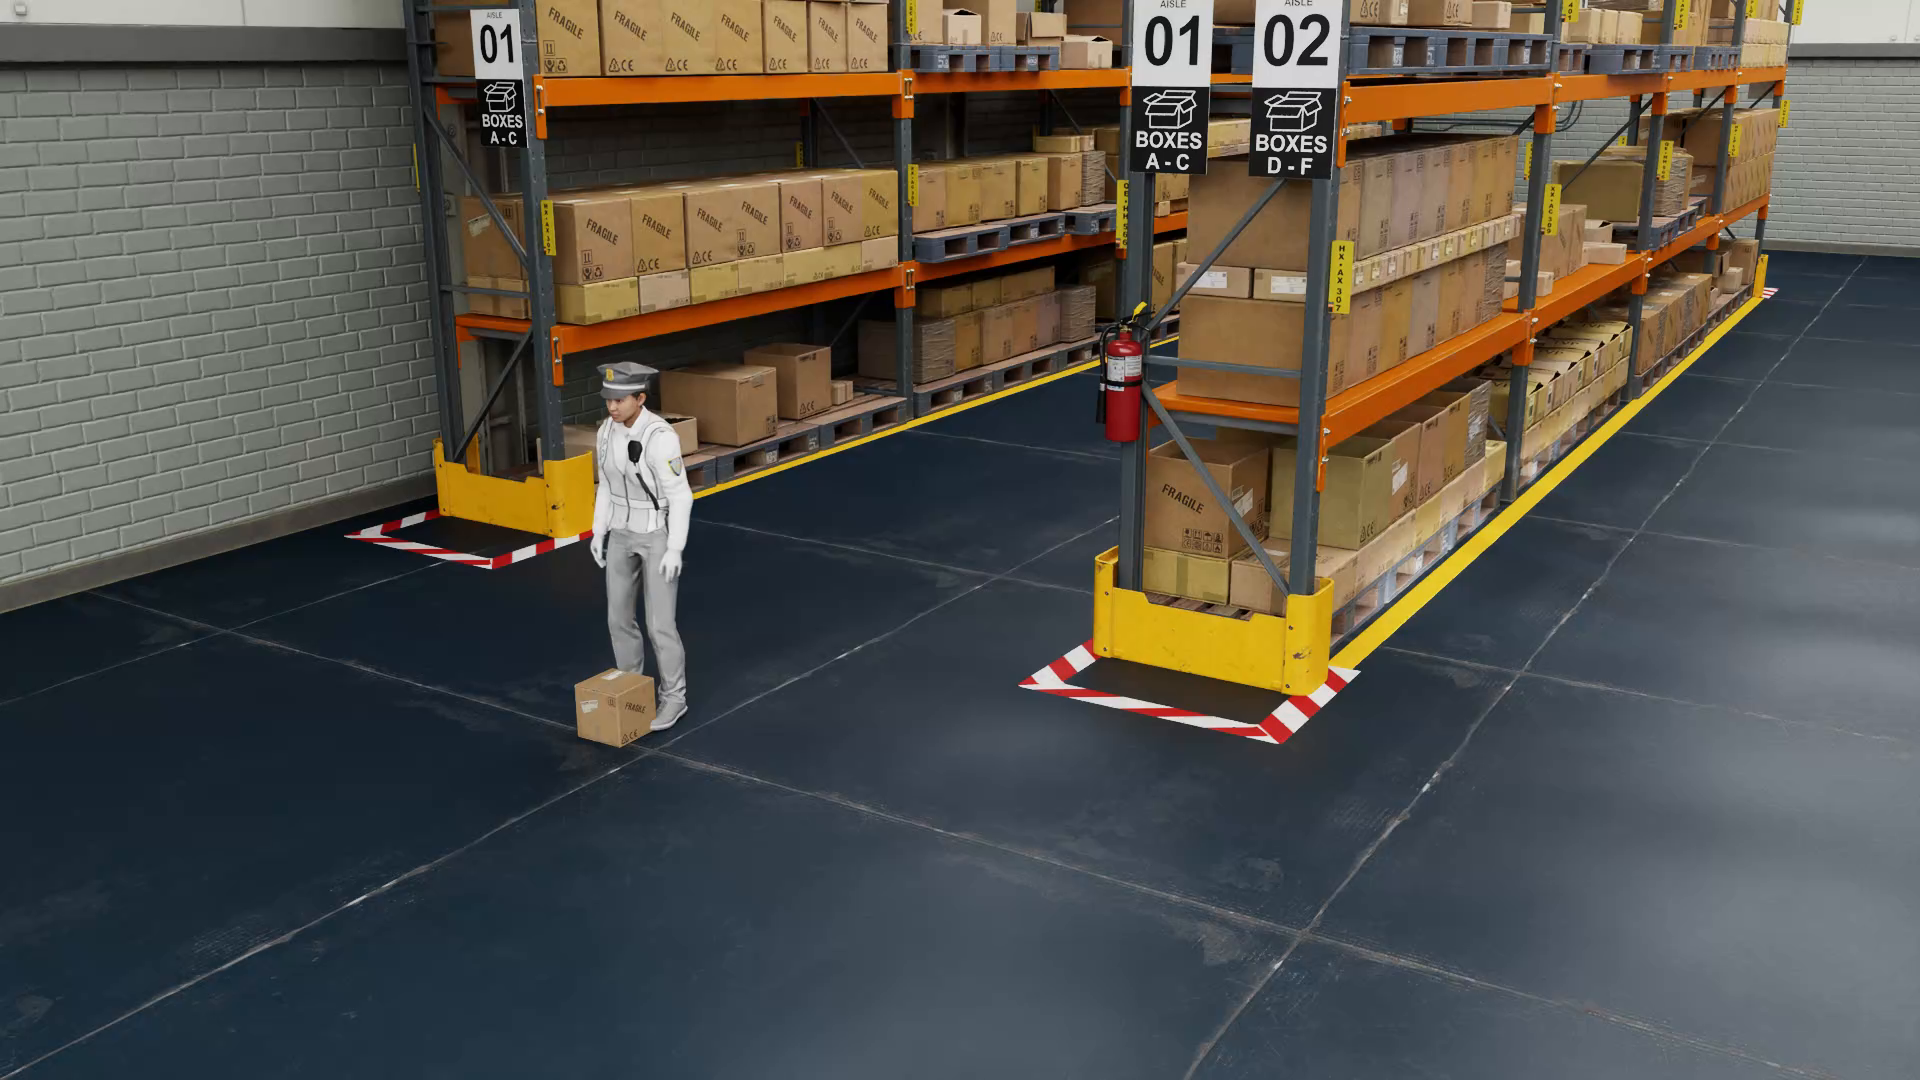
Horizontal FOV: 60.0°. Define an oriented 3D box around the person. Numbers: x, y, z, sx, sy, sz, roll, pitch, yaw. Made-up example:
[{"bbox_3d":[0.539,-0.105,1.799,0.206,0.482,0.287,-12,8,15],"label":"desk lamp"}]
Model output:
[{"bbox_3d":[-1.431,0.015,7.475,0.529,1.663,0.372,10,19,31],"label":"person"}]
